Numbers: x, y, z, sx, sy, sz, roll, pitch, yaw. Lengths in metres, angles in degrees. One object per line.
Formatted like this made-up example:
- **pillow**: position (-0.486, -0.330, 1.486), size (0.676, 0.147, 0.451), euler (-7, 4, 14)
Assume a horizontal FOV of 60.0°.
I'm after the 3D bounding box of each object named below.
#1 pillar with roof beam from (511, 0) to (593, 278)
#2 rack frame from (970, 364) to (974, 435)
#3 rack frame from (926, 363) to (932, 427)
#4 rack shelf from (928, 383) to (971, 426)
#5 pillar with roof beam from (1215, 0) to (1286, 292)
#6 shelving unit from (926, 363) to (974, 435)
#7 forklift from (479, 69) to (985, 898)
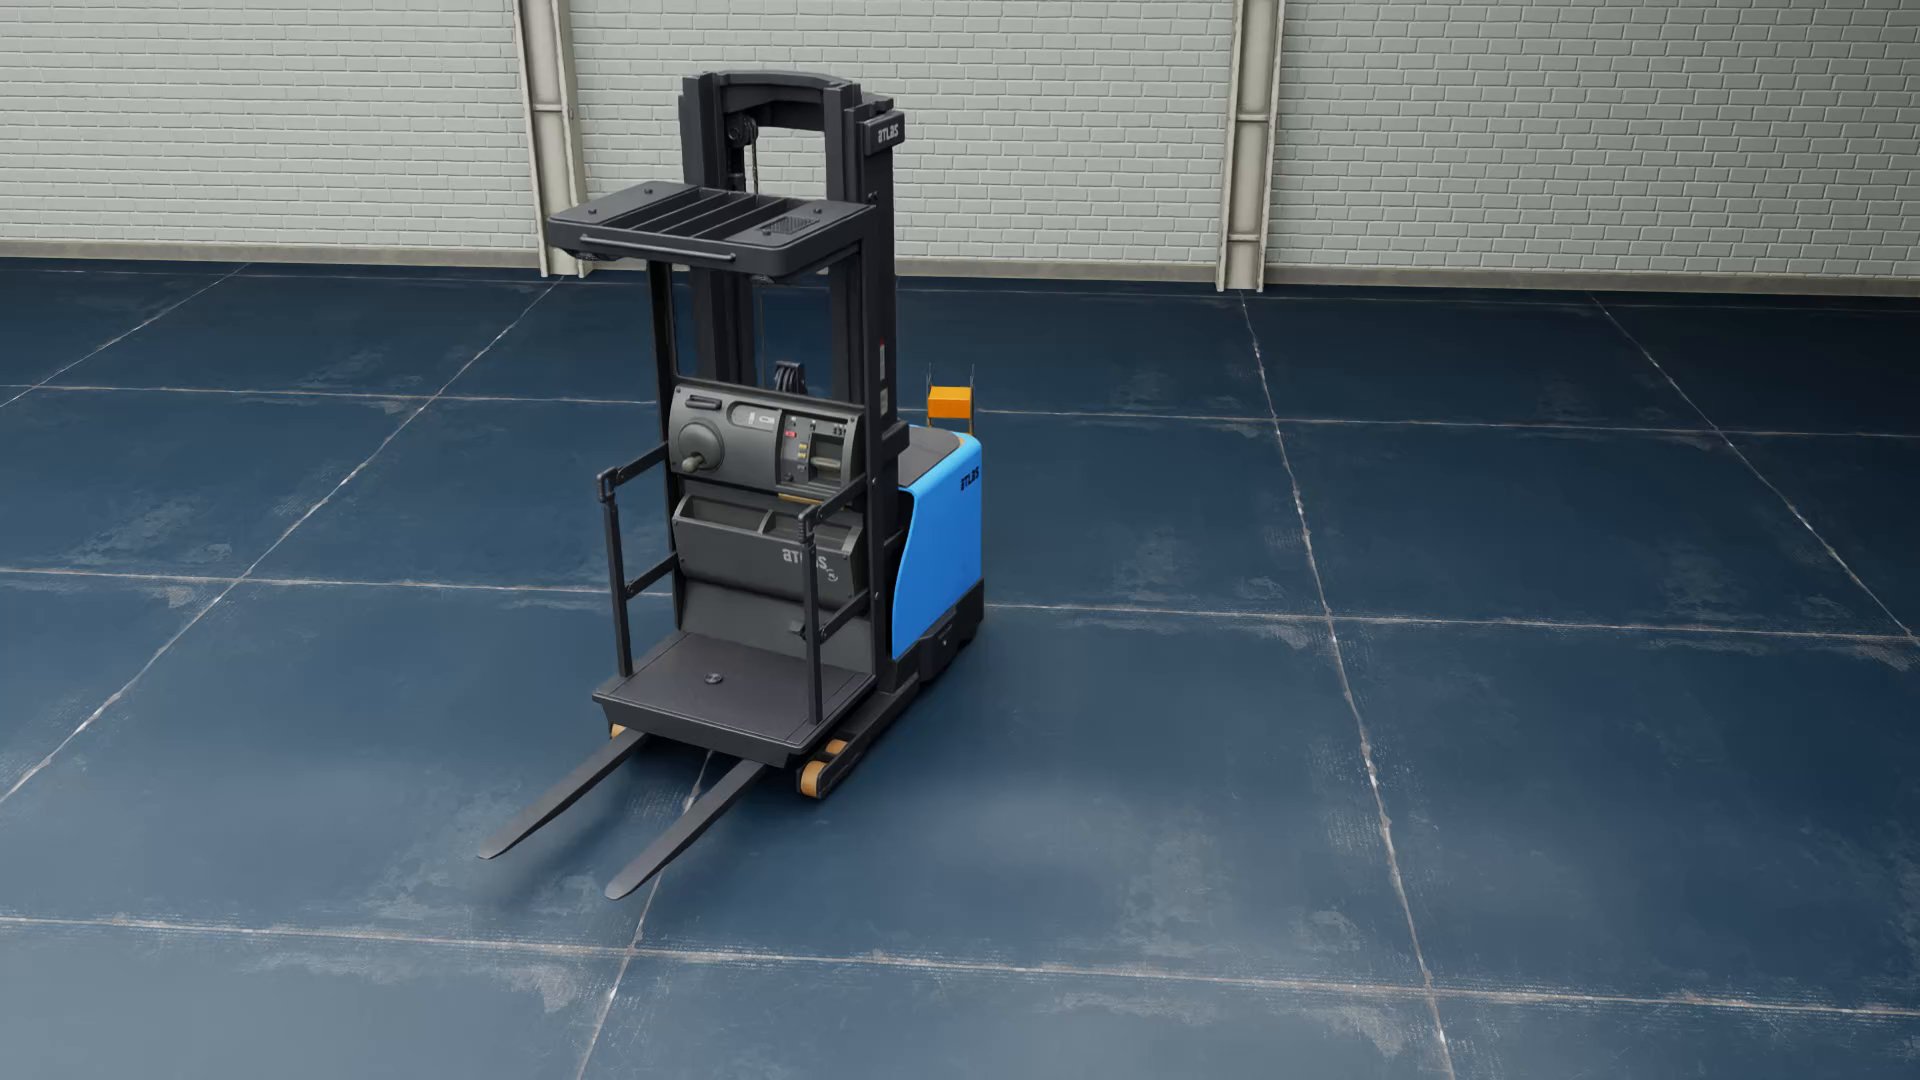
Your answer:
- **pillar with roof beam**: position (-3.866, -4.707, 9.214), size (0.400, 9.000, 9.100), euler (2, 25, 4)
- **rack frame**: position (0.068, -0.475, 9.526), size (0.008, 1.050, 0.200), euler (2, 25, 4)
- **rack frame**: position (-0.175, -0.483, 9.543), size (0.008, 1.050, 0.200), euler (2, 25, 4)
- **rack shelf**: position (-0.053, -0.727, 9.420), size (0.240, 0.259, 0.215), euler (2, 25, 4)
- **pillar with roof beam**: position (2.116, -4.515, 8.797), size (0.400, 9.000, 9.100), euler (2, 25, 4)
- **shelving unit**: position (-0.053, -0.479, 9.534), size (0.252, 1.050, 0.215), euler (2, 25, 4)
- **forklift**: position (-0.951, -0.412, 7.138), size (1.130, 2.935, 3.031), euler (11, 27, 23)
